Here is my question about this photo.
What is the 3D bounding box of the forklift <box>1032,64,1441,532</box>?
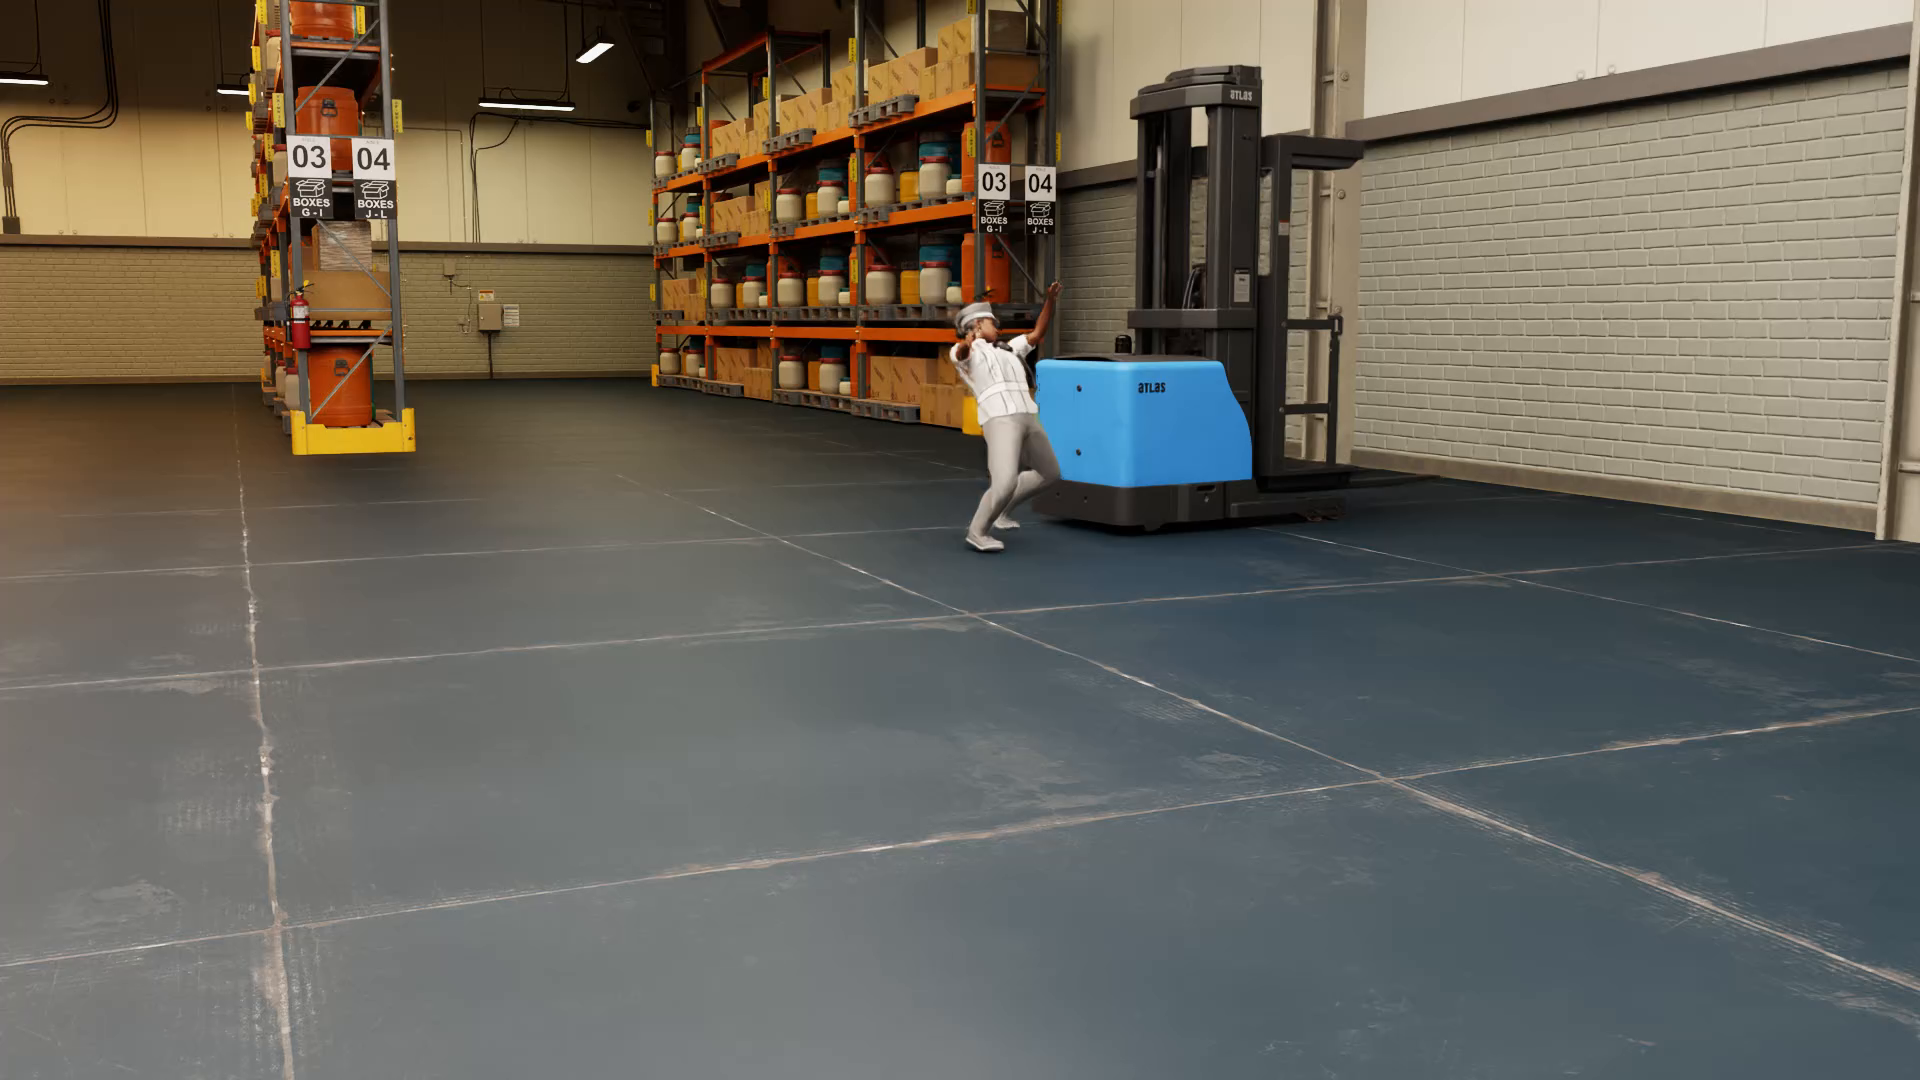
[{"bbox_3d":[1.998,-1.625,11.266,3.031,2.935,1.130,-5,9,-32],"label":"forklift"}]

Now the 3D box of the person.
[{"bbox_3d":[0.140,-0.713,9.607,0.710,1.540,1.002,4,9,30],"label":"person"}]
